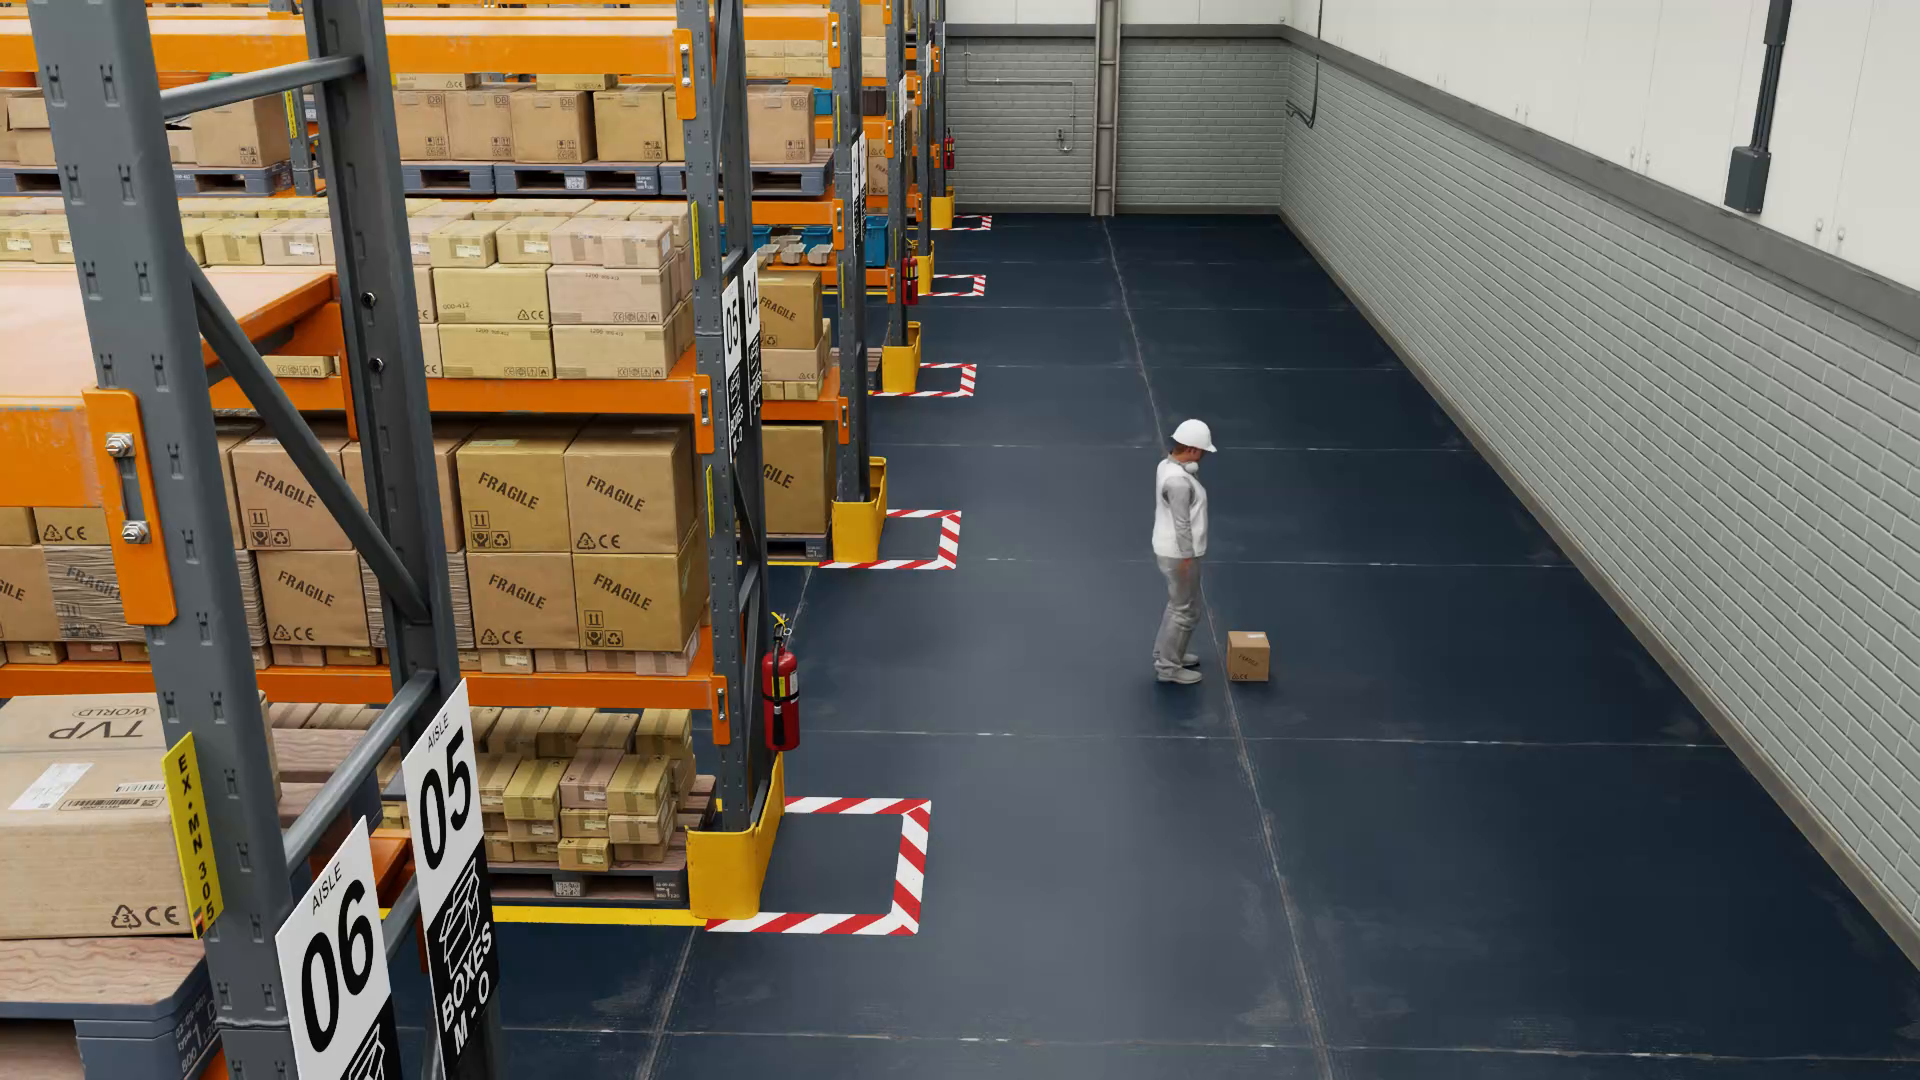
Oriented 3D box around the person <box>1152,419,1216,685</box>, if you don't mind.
[{"bbox_3d":[1.454,0.058,10.918,0.378,1.760,0.537,1,21,3],"label":"person"}]
